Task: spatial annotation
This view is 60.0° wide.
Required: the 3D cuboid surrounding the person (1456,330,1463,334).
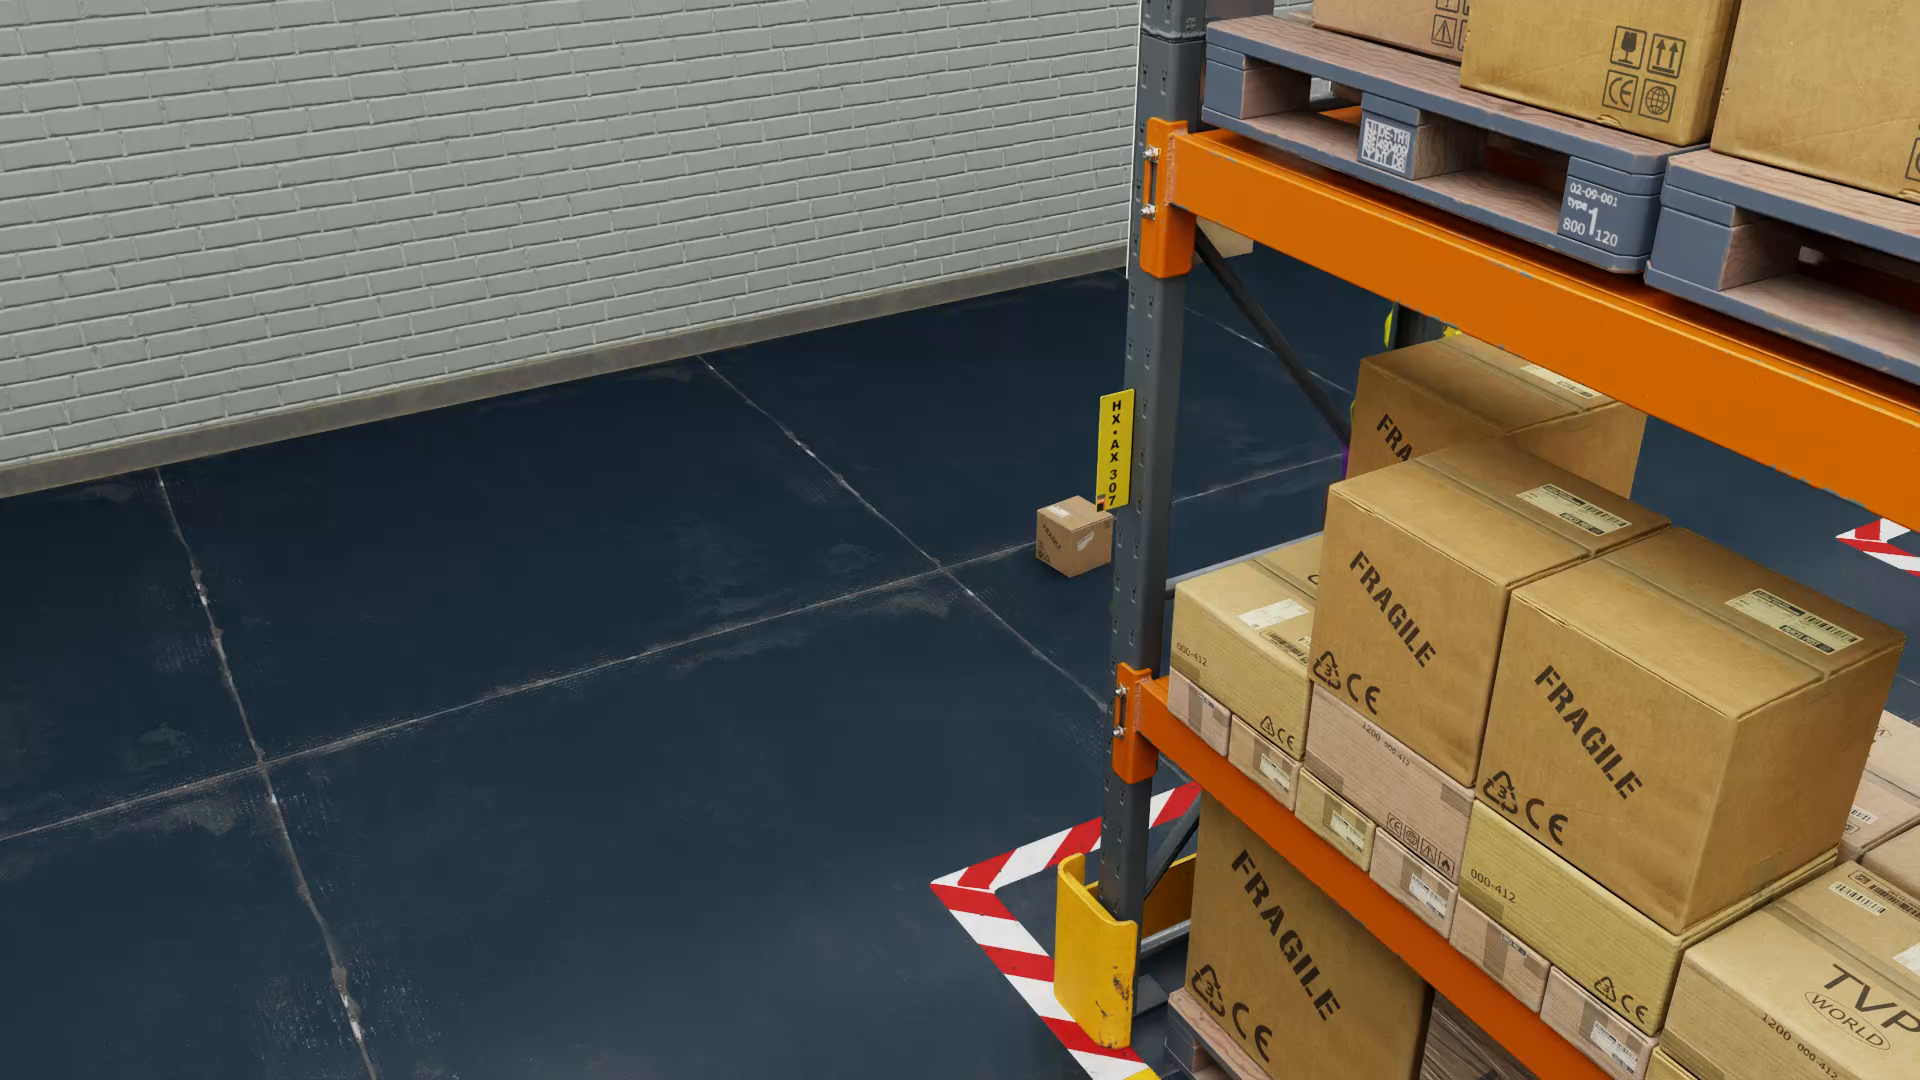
[{"bbox_3d":[1.683,-0.047,6.142,0.535,1.755,0.570,20,35,32],"label":"person"}]
